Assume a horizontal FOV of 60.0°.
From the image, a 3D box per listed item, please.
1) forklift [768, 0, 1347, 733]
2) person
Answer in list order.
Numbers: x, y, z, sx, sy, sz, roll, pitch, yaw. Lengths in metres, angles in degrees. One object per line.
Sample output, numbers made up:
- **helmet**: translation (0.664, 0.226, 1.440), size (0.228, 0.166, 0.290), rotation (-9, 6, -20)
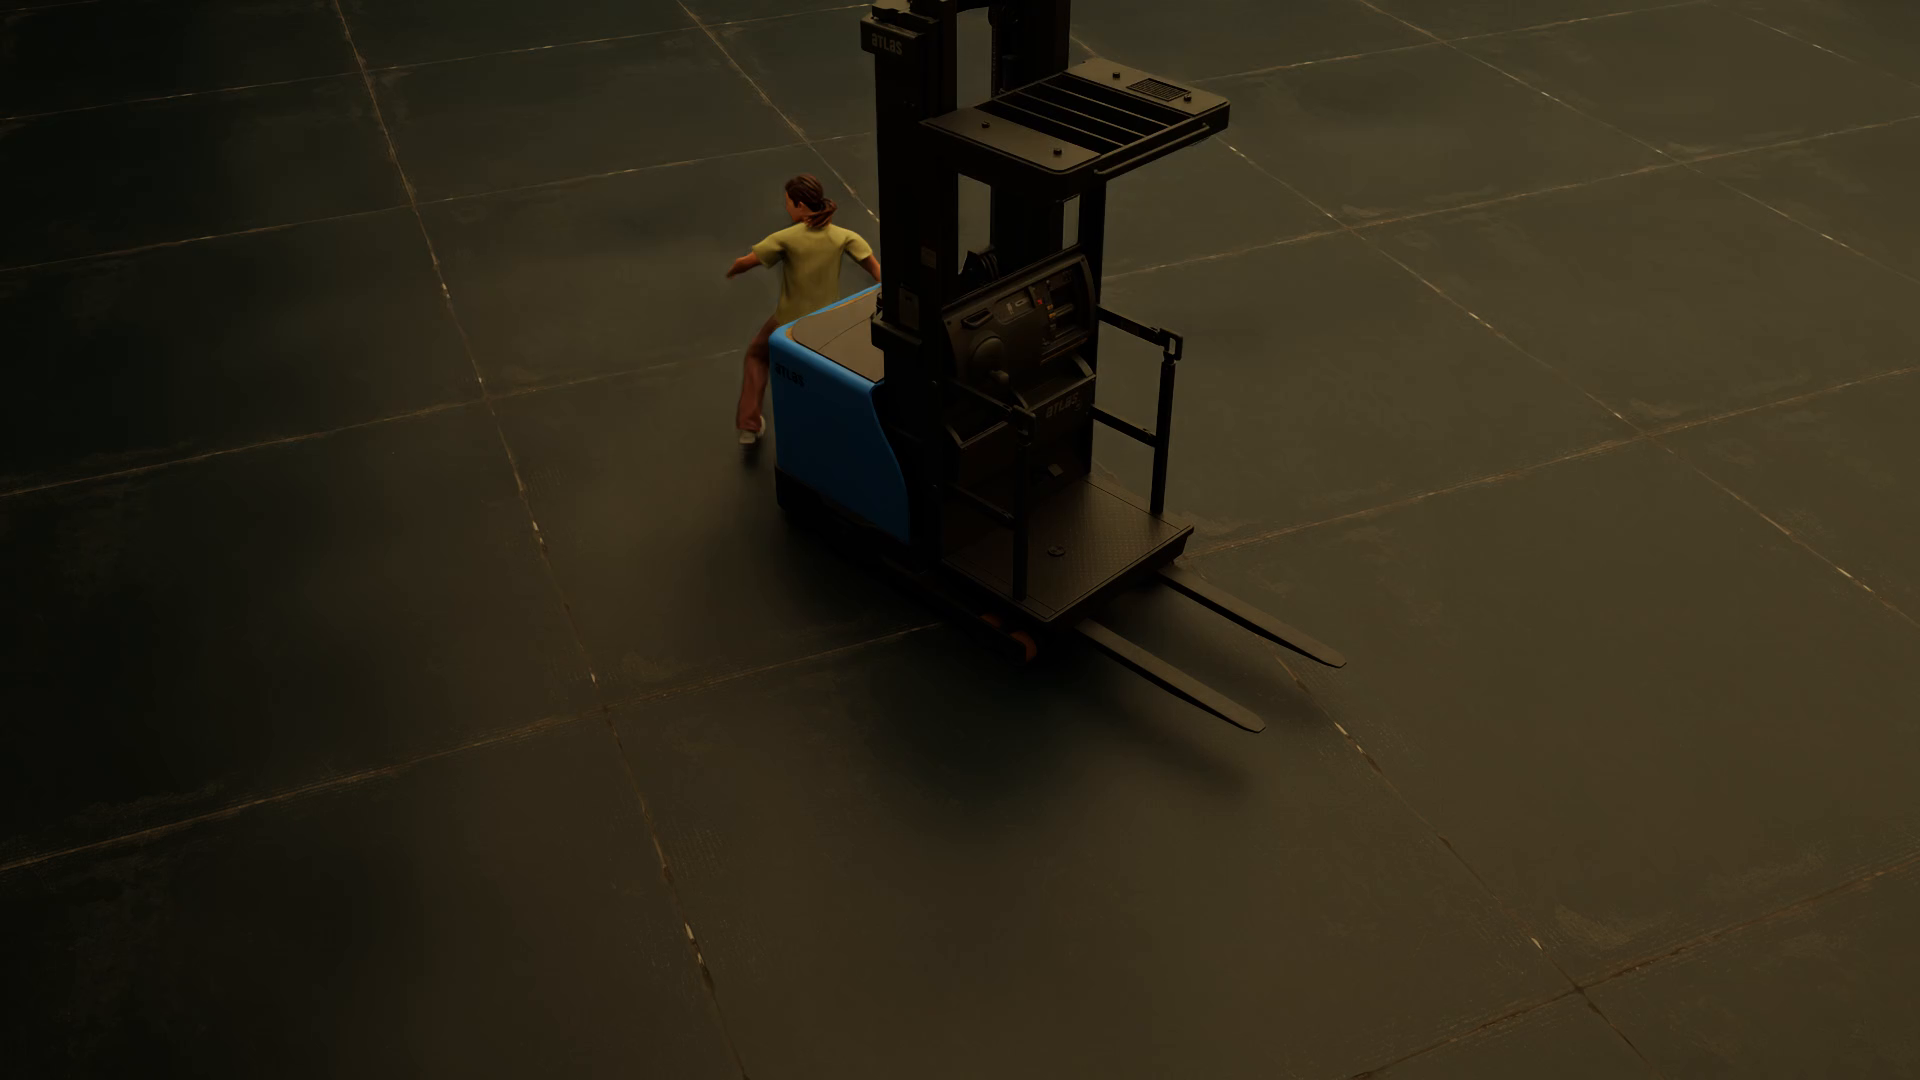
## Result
- **forklift**: translation (0.432, -0.946, 7.429), size (3.031, 2.935, 1.130), rotation (30, 45, 35)
- **person**: translation (-0.757, -1.194, 9.083), size (1.010, 1.615, 0.521), rotation (-3, 36, -5)
